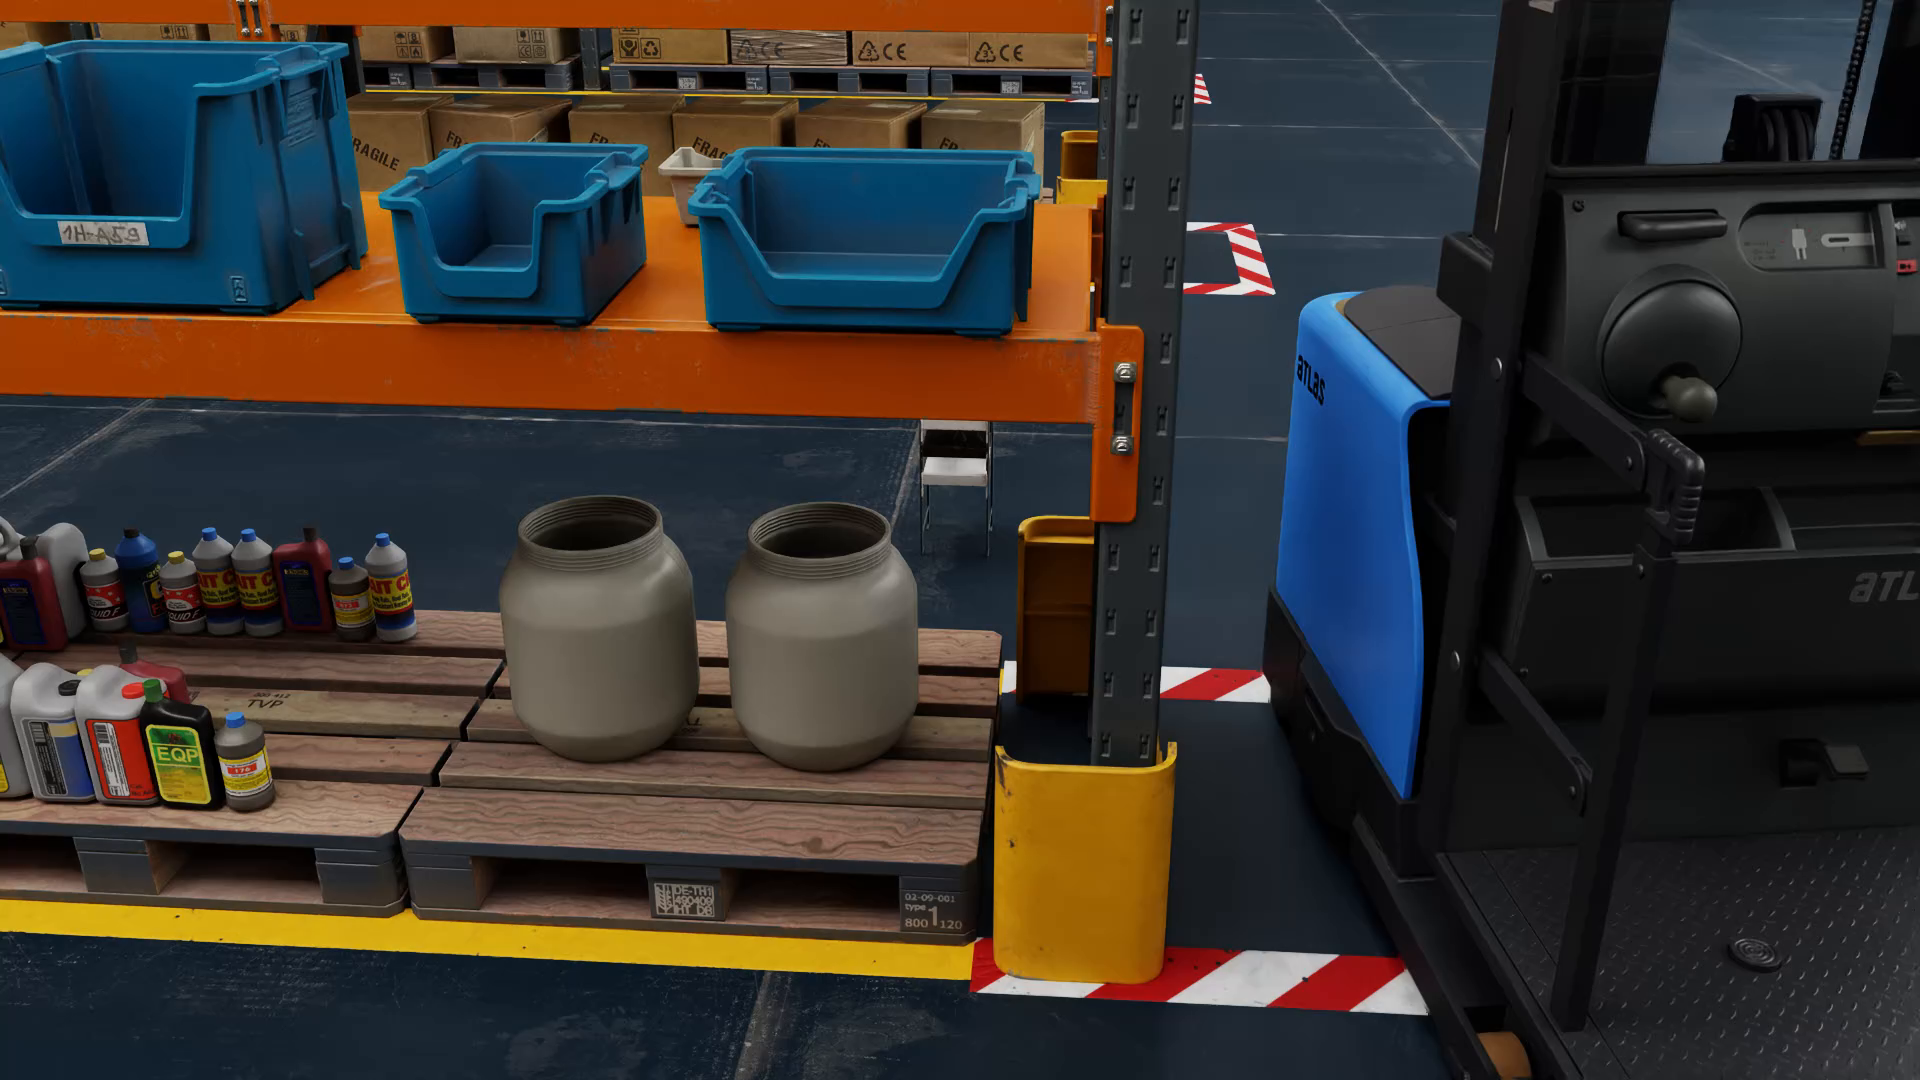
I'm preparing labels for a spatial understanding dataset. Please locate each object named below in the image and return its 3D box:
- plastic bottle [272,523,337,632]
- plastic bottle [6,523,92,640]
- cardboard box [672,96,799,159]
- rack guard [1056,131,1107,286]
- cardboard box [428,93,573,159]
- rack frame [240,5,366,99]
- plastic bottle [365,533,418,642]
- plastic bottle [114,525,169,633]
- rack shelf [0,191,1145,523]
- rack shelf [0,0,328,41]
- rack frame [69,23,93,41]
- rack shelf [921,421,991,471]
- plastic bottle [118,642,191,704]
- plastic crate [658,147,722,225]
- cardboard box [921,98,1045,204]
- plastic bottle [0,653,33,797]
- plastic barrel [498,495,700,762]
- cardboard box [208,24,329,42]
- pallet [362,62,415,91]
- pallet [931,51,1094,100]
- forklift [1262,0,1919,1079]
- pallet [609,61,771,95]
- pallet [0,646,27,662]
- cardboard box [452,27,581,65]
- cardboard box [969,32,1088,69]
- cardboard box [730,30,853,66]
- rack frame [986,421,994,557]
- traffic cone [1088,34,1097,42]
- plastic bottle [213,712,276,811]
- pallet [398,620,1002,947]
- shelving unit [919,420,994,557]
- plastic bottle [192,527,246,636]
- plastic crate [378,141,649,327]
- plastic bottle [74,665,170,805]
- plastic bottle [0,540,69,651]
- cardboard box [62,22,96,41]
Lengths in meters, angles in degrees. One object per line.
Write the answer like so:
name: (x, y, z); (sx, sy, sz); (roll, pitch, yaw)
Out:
plastic bottle: (-1.649, 0.092, 4.184); (0.133, 0.283, 0.061); (2, 25, 5)
plastic bottle: (-2.289, 0.094, 4.189); (0.135, 0.276, 0.152); (2, 25, 5)
cardboard box: (-1.104, -1.918, 8.319); (0.500, 0.500, 0.500); (4, 25, 9)
rack guard: (0.663, -1.670, 8.282); (0.348, 0.500, 1.175); (2, 25, 4)
cardboard box: (-2.282, -1.942, 8.370); (0.500, 0.500, 0.500); (10, 27, 21)
rack frame: (-3.250, -2.931, 8.032); (0.127, 3.000, 1.000); (2, 25, 4)
plastic bottle: (-1.424, 0.113, 4.155); (0.097, 0.271, 0.097); (0, 25, 0)
plastic bottle: (-2.068, 0.092, 4.199); (0.097, 0.271, 0.097); (0, 25, 0)
rack shelf: (-1.635, -0.476, 3.557); (4.000, 0.370, 1.077); (2, 25, 4)
rack shelf: (-5.244, -2.669, 8.322); (4.000, 0.370, 1.077); (2, 25, 4)
rack frame: (-6.757, -5.123, 12.796); (0.127, 3.000, 1.000); (2, 25, 4)
rack shelf: (-0.008, -0.297, 5.114); (0.200, 0.077, 0.258); (2, 25, 4)
plastic bottle: (-1.747, 0.355, 3.613); (0.133, 0.283, 0.061); (2, 25, 4)
plastic crate: (-0.508, -0.782, 3.677); (0.250, 0.136, 0.298); (2, 25, 4)
cardboard box: (0.117, -1.886, 8.248); (0.500, 0.500, 0.500); (6, 25, 14)
plastic bottle: (-2.058, 0.361, 3.520); (0.185, 0.351, 0.144); (3, 25, 6)
plastic barrel: (-0.802, 0.195, 3.712); (0.421, 0.512, 0.421); (0, 25, 0)
cardboard box: (-5.285, -4.209, 12.997); (0.750, 0.750, 1.050); (2, 25, 5)
pallet: (-4.764, -3.760, 13.169); (1.213, 0.211, 1.003); (2, 25, 4)
pallet: (0.416, -3.594, 12.807); (1.213, 0.211, 1.003); (2, 25, 4)
forklift: (1.448, -0.355, 2.516); (1.130, 2.935, 3.031); (-2, 25, -5)
pallet: (-2.017, -3.672, 12.977); (1.213, 0.211, 1.003); (2, 25, 4)
pallet: (-2.962, 0.438, 4.045); (1.213, 0.211, 1.003); (2, 25, 4)
cardboard box: (-3.395, -4.147, 12.862); (0.750, 0.750, 1.050); (2, 25, 4)
cardboard box: (0.538, -4.087, 12.583); (0.875, 0.875, 0.875); (2, 25, 4)
cardboard box: (-1.248, -4.144, 12.708); (0.875, 0.875, 0.875); (2, 25, 4)
rack frame: (0.093, -0.406, 5.055); (0.006, 0.900, 0.240); (2, 25, 4)
traffic cone: (1.224, -4.784, 15.093); (0.334, 0.463, 0.336); (2, 25, 4)
plastic bottle: (-1.505, 0.456, 3.492); (0.097, 0.201, 0.097); (0, 25, 0)
pallet: (-0.529, 0.517, 3.875); (1.213, 0.211, 1.003); (2, 25, 4)
shelving unit: (-0.008, -0.409, 5.062); (0.210, 0.900, 0.258); (2, 25, 4)
plastic bottle: (-1.866, 0.098, 4.185); (0.097, 0.271, 0.097); (0, 25, 0)
plastic crate: (-0.809, -0.586, 3.113); (0.408, 0.251, 0.499); (2, 25, 4)
plastic bottle: (-1.754, 0.403, 3.518); (0.135, 0.276, 0.152); (2, 25, 4)
plastic bottle: (-2.297, 0.135, 4.091); (0.133, 0.283, 0.061); (2, 25, 4)
cardboard box: (-7.443, -4.308, 13.511); (0.500, 0.500, 0.500); (1, 25, 2)
